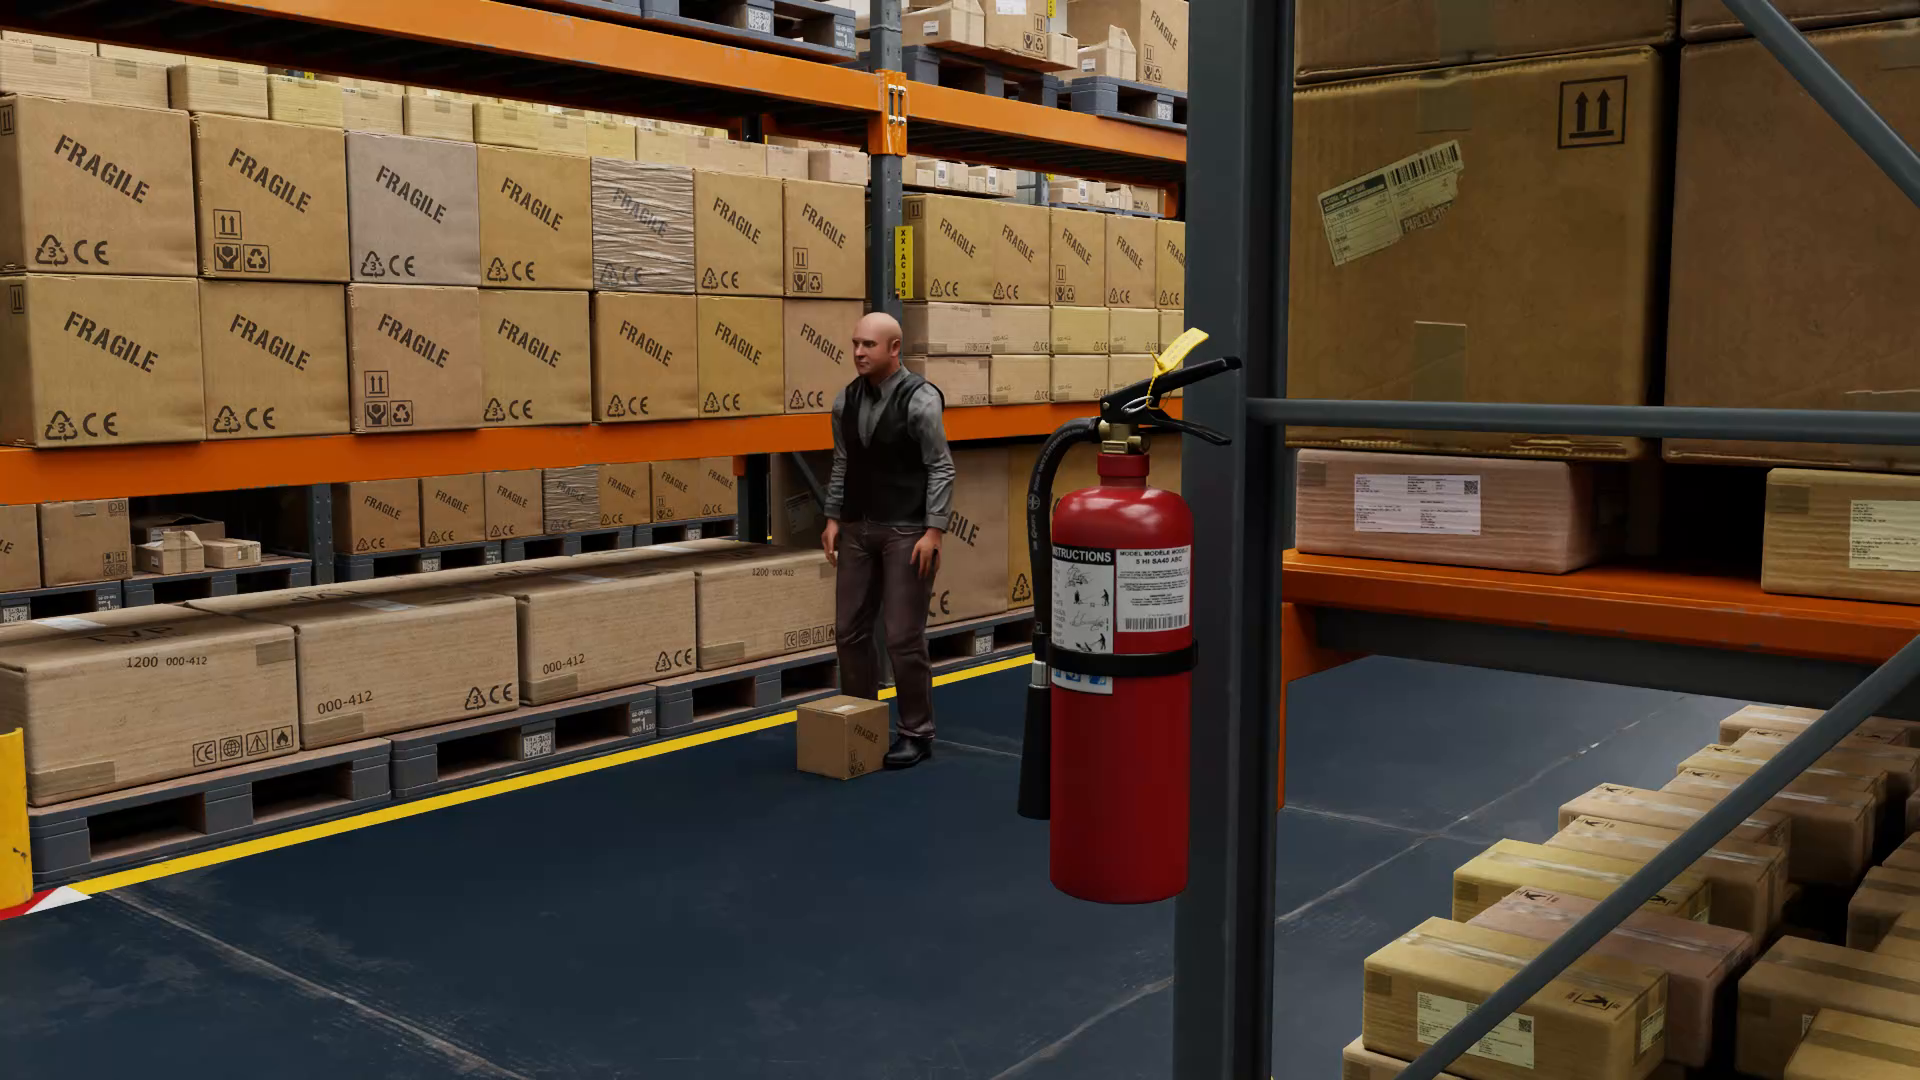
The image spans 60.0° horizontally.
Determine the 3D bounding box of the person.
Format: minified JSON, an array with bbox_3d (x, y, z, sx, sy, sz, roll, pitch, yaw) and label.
[{"bbox_3d":[-0.272,-0.012,6.431,0.584,1.720,0.412,5,8,38],"label":"person"}]
